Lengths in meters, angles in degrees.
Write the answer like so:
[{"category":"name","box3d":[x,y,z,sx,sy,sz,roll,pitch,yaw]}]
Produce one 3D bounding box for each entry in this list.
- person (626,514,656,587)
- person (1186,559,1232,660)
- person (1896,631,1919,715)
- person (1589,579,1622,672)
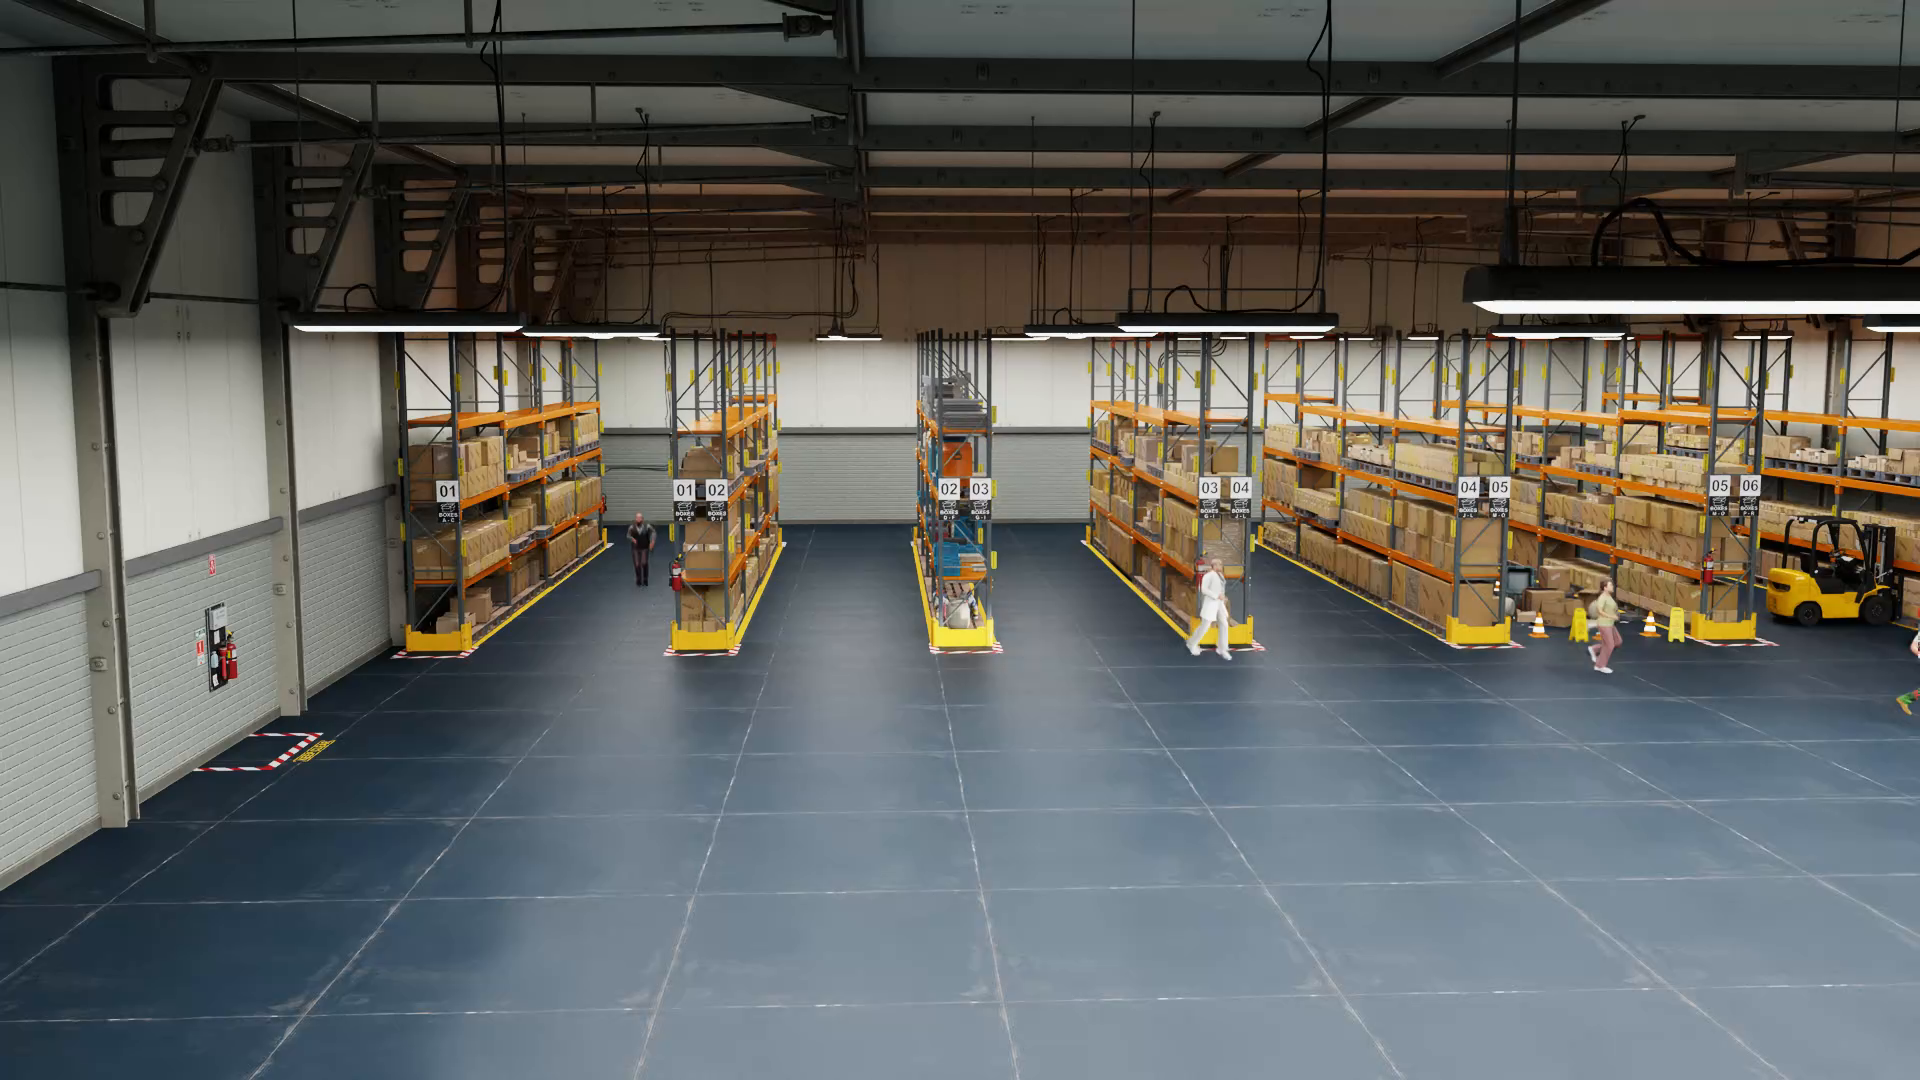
[{"category":"person","box3d":[-7.549,0.352,39.332,0.671,1.600,0.733,-1,7,-6]},{"category":"person","box3d":[4.678,1.243,30.489,0.913,1.807,0.763,6,9,42]},{"category":"person","box3d":[14.567,1.908,24.968,0.670,1.765,0.914,-7,9,-44]},{"category":"person","box3d":[11.286,1.495,29.080,0.560,1.636,0.617,5,8,36]}]
